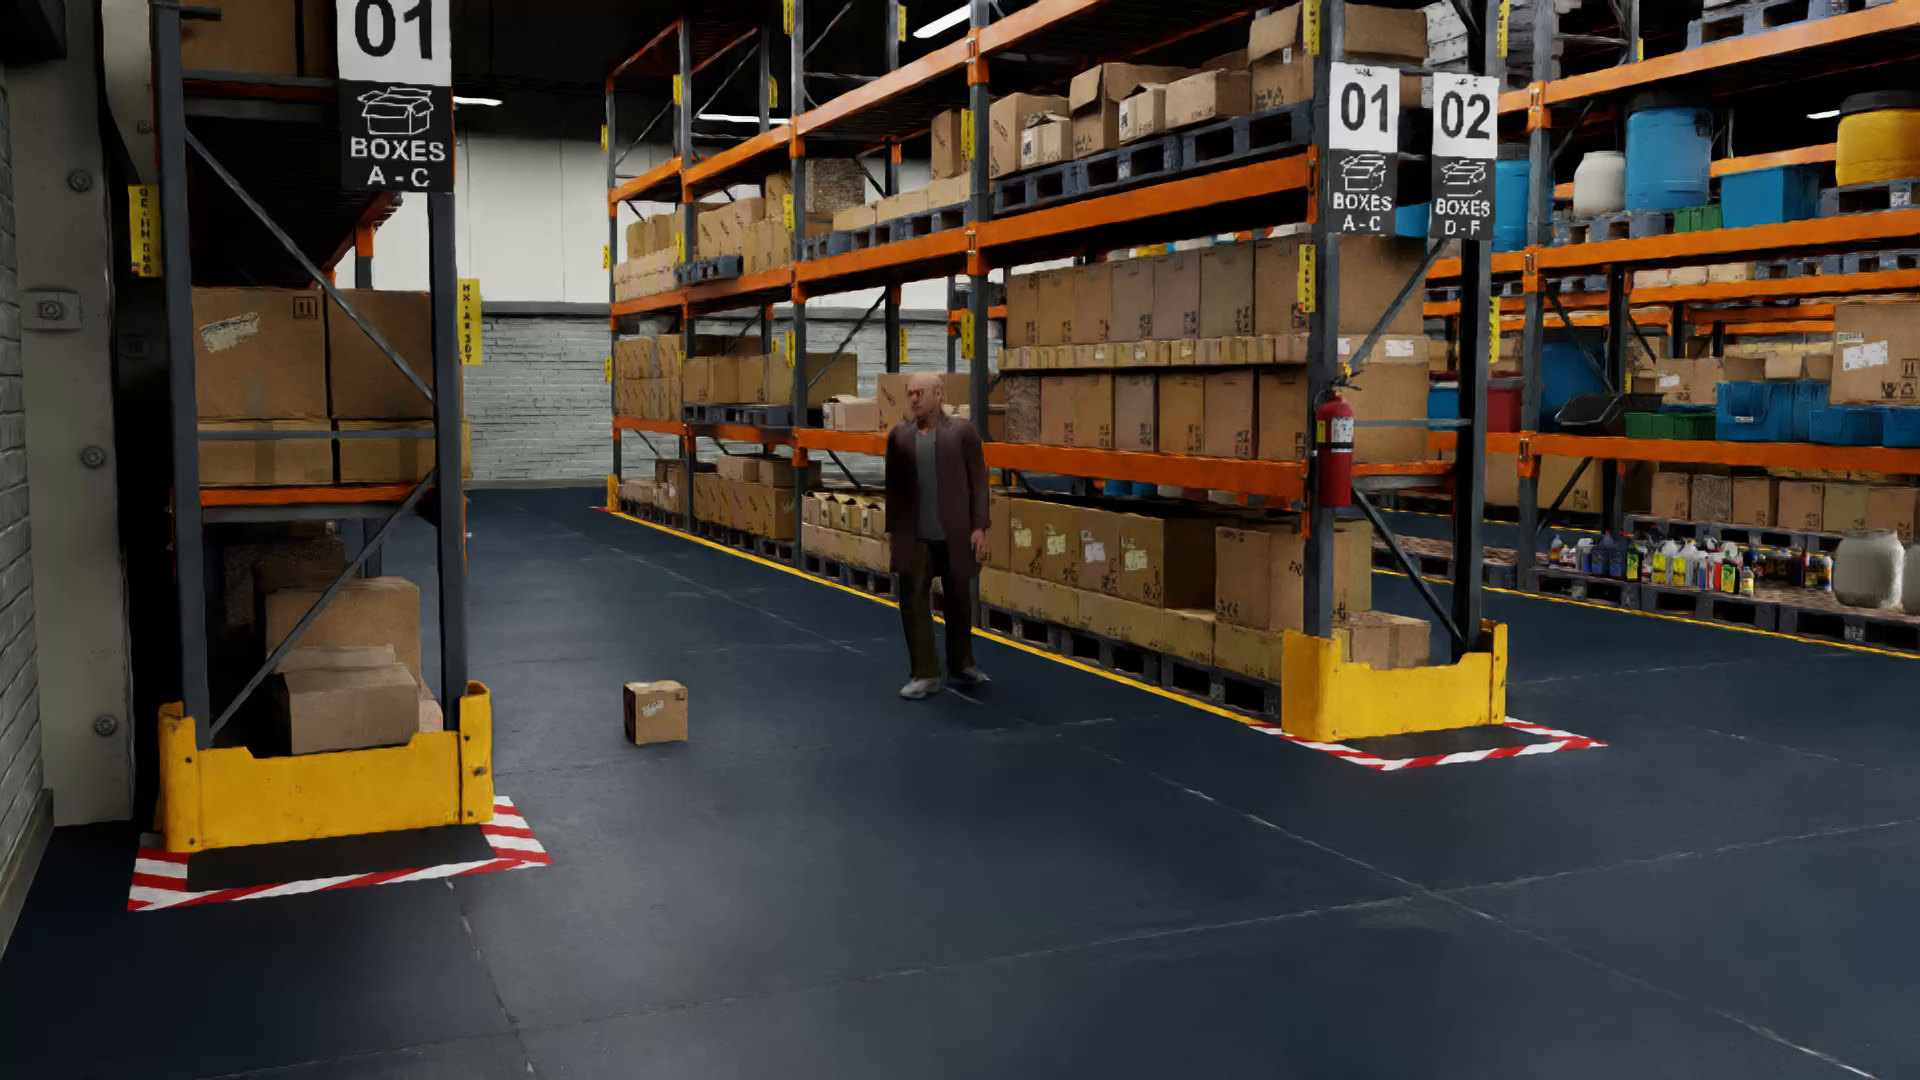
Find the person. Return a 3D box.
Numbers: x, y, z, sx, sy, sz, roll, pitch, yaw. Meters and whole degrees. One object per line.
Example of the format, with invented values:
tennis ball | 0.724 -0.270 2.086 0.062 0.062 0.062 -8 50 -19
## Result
person | -0.121 -0.041 9.144 0.608 1.769 0.641 1 5 10
